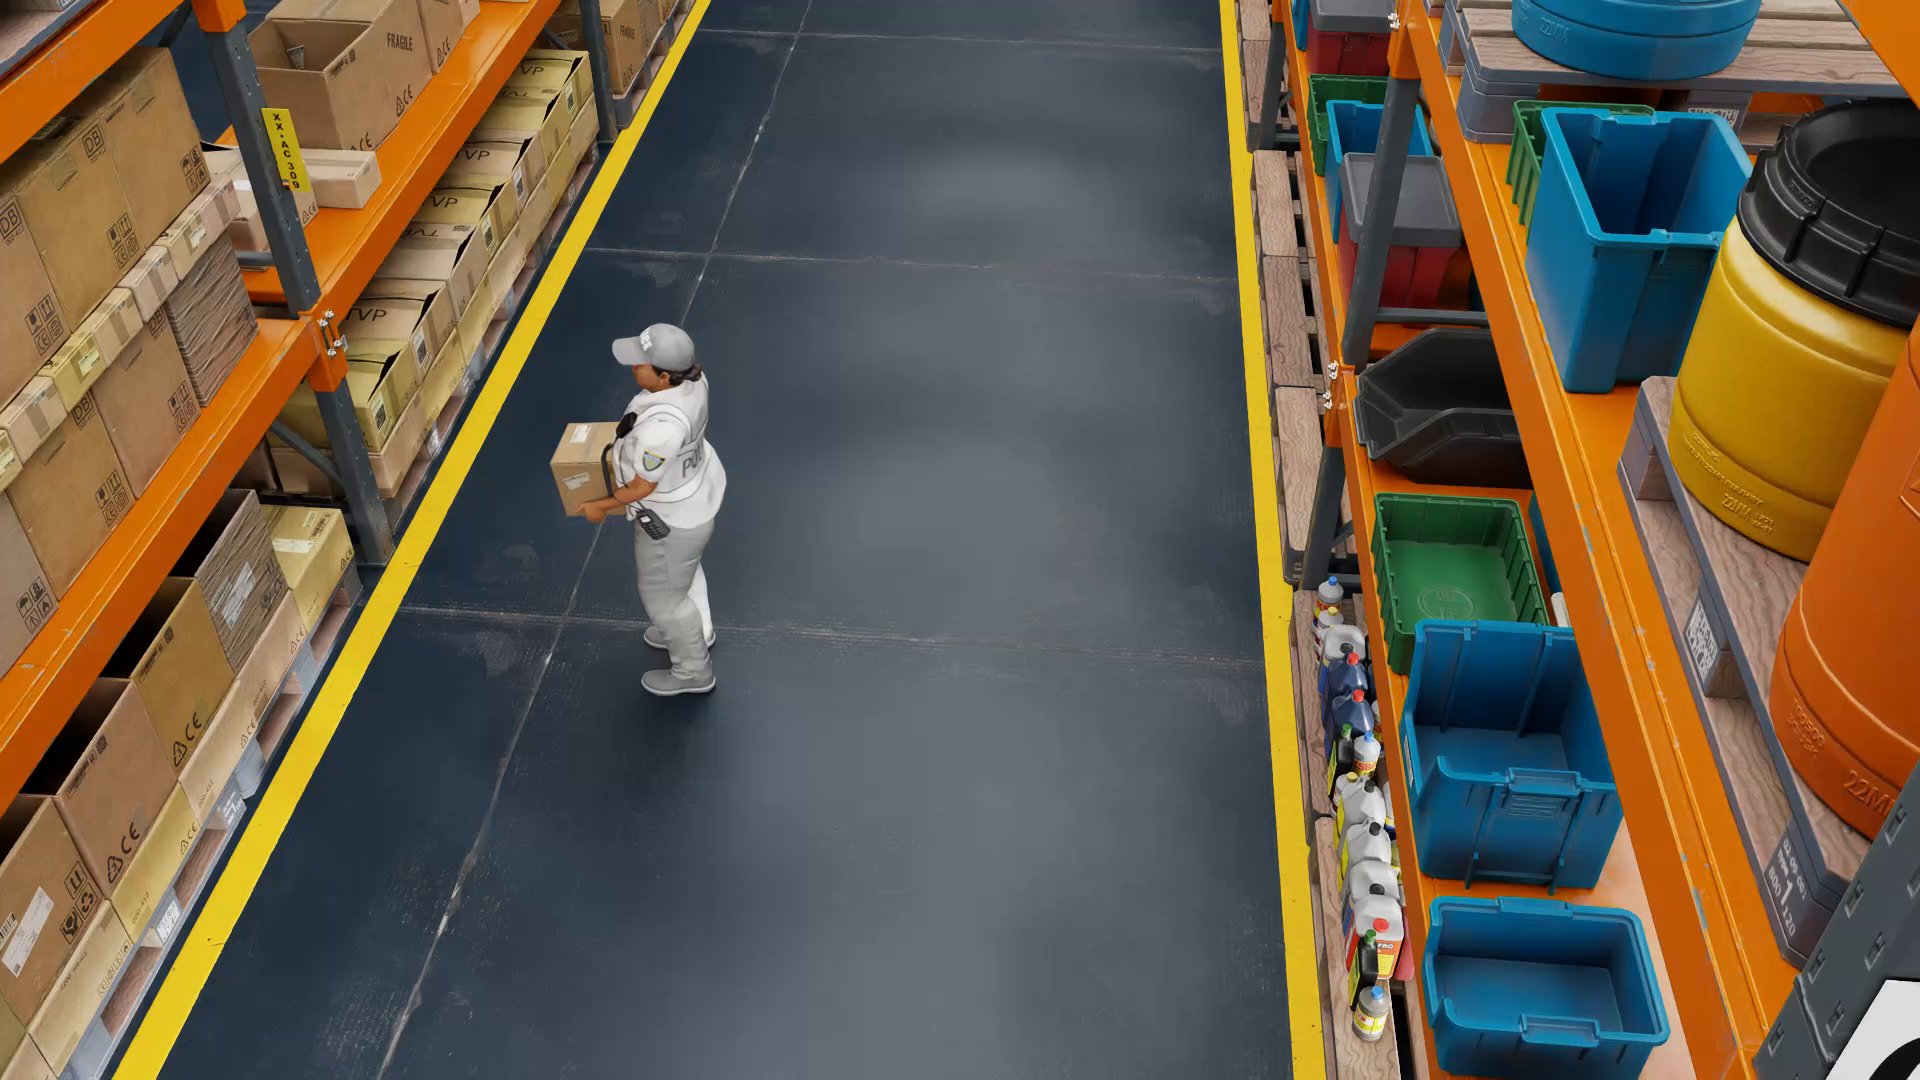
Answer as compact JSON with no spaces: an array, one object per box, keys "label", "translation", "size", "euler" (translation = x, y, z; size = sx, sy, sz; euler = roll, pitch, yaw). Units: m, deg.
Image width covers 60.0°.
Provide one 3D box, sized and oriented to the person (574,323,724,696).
[{"label":"person","translation":[-1.167,-0.124,6.307],"size":[0.515,1.653,0.447],"euler":[3,40,4]}]
